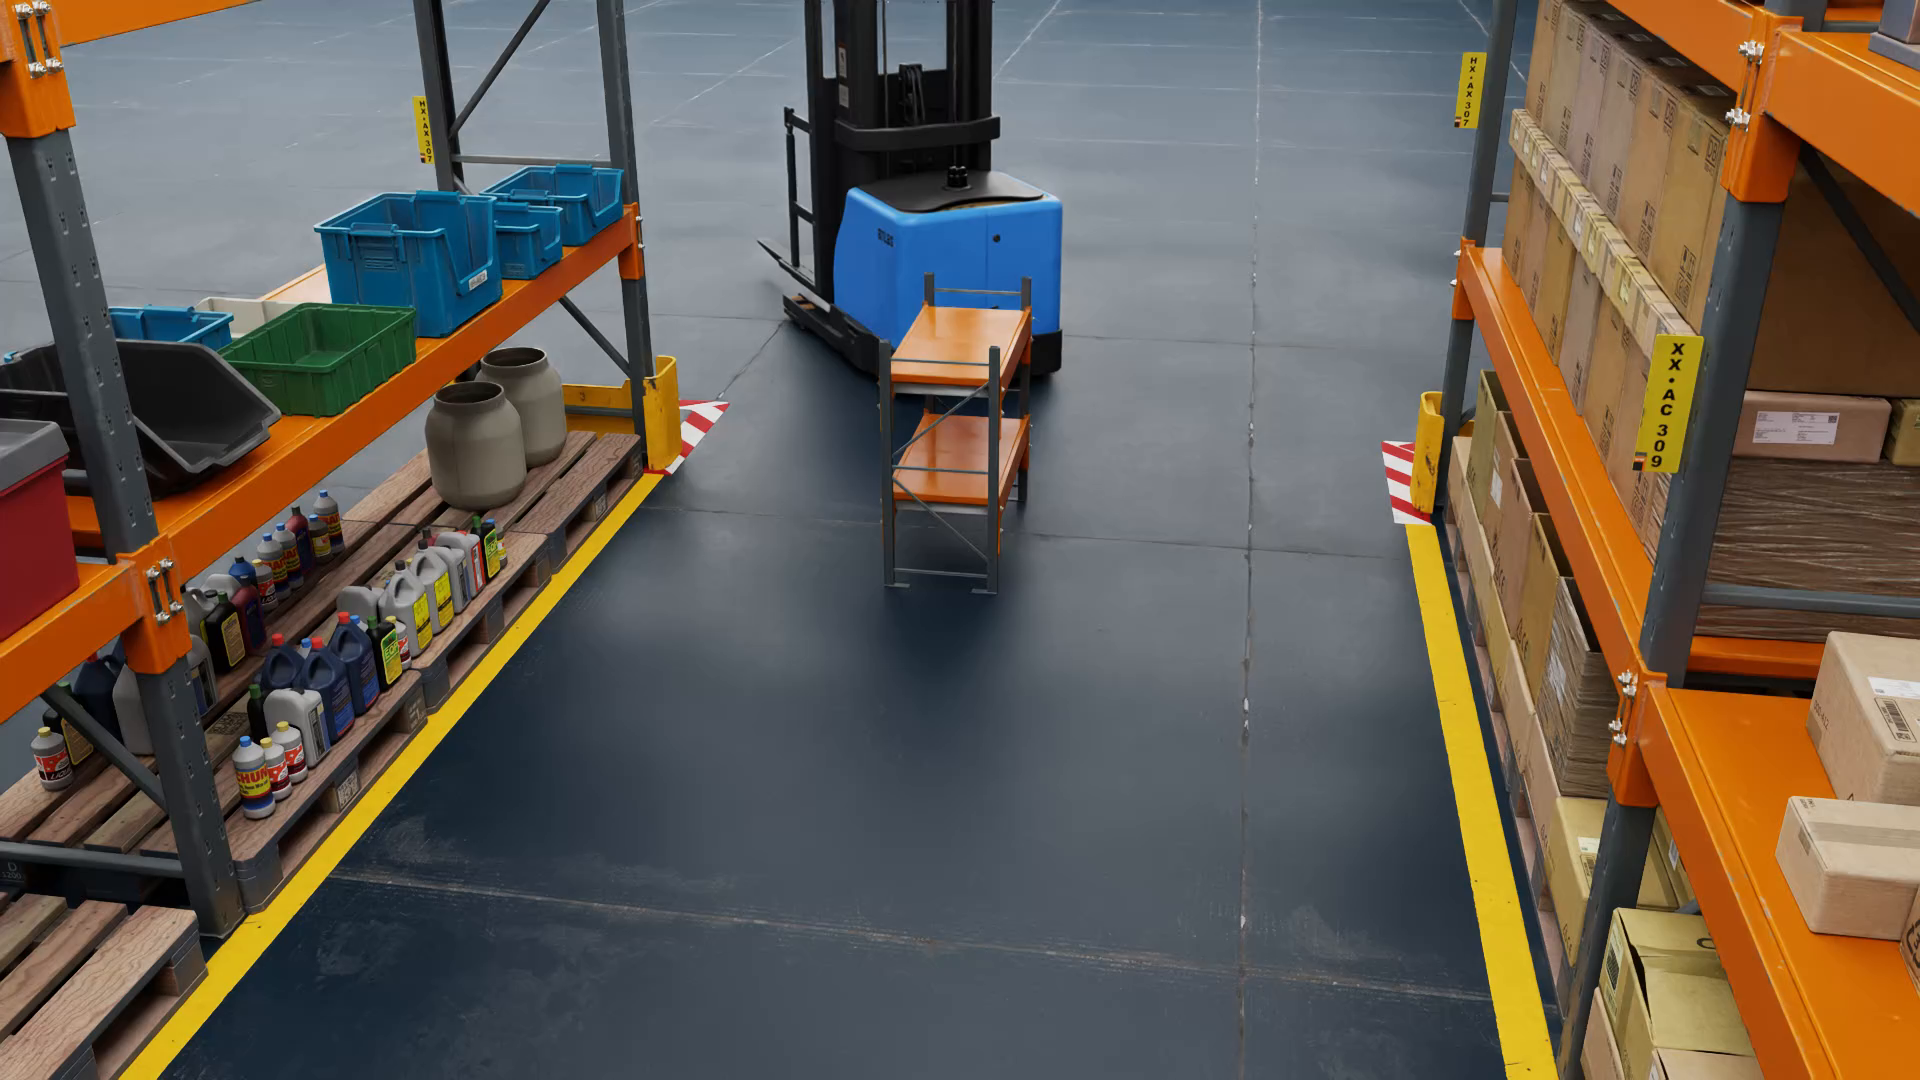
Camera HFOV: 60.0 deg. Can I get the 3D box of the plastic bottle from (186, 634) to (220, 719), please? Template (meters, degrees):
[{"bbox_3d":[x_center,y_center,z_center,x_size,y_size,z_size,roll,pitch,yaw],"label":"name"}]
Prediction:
[{"bbox_3d":[-2.741,0.481,5.879,0.152,0.276,0.135,4,25,9],"label":"plastic bottle"}]

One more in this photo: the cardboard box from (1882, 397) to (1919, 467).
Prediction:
[{"bbox_3d":[2.377,-0.277,3.921,0.380,0.149,0.250,4,25,8],"label":"cardboard box"}]

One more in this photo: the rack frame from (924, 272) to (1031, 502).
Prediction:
[{"bbox_3d":[0.082,-0.719,7.960,0.500,1.125,0.032,4,25,9],"label":"rack frame"}]

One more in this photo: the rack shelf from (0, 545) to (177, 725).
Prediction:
[{"bbox_3d":[-3.071,0.978,2.970,1.077,0.370,4.000,4,25,9],"label":"rack shelf"}]

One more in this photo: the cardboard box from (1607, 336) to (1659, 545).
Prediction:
[{"bbox_3d":[2.288,-0.292,4.717,0.700,0.500,0.500,4,25,8],"label":"cardboard box"}]

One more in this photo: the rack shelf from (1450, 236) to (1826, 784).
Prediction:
[{"bbox_3d":[2.469,-0.350,5.808,1.077,0.370,4.000,4,25,9],"label":"rack shelf"}]

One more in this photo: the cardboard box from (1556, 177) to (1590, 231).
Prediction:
[{"bbox_3d":[2.311,-1.163,5.814,0.380,0.149,0.250,4,25,8],"label":"cardboard box"}]

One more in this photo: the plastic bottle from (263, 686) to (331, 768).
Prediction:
[{"bbox_3d":[-2.234,0.610,5.602,0.152,0.276,0.135,5,26,10],"label":"plastic bottle"}]

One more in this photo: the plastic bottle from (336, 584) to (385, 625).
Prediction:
[{"bbox_3d":[-2.253,0.285,6.297,0.152,0.276,0.135,4,25,9],"label":"plastic bottle"}]

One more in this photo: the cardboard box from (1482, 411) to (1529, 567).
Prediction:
[{"bbox_3d":[2.340,-0.169,6.435,0.500,0.500,0.500,4,25,9],"label":"cardboard box"}]

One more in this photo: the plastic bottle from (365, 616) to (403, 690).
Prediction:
[{"bbox_3d":[-2.104,0.393,6.057,0.061,0.283,0.133,5,26,11],"label":"plastic bottle"}]

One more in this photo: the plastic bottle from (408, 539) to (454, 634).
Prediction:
[{"bbox_3d":[-2.072,0.173,6.448,0.144,0.351,0.185,5,26,11],"label":"plastic bottle"}]

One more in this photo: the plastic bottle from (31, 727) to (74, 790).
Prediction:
[{"bbox_3d":[-2.992,0.711,5.475,0.097,0.201,0.097,0,25,0],"label":"plastic bottle"}]

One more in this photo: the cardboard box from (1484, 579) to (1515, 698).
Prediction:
[{"bbox_3d":[2.242,0.379,6.150,0.500,0.250,0.500,4,25,9],"label":"cardboard box"}]

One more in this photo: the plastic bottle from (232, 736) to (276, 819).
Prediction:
[{"bbox_3d":[-2.259,0.750,5.310,0.097,0.271,0.097,0,25,0],"label":"plastic bottle"}]

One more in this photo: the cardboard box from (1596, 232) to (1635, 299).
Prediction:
[{"bbox_3d":[2.184,-0.838,5.119,0.380,0.149,0.250,5,25,10],"label":"cardboard box"}]

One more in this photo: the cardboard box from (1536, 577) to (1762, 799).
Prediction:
[{"bbox_3d":[2.096,0.459,5.095,0.500,0.500,0.500,4,25,9],"label":"cardboard box"}]

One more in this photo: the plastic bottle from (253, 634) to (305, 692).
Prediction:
[{"bbox_3d":[-2.345,0.498,5.754,0.144,0.351,0.185,4,25,9],"label":"plastic bottle"}]

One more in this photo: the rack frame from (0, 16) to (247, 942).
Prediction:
[{"bbox_3d":[-2.744,-0.184,4.605,1.000,3.000,0.127,4,25,9],"label":"rack frame"}]

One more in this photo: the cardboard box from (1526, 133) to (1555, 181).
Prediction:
[{"bbox_3d":[2.437,-1.487,6.506,0.380,0.149,0.250,4,25,9],"label":"cardboard box"}]

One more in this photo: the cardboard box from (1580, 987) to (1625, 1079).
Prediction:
[{"bbox_3d":[1.832,1.367,4.038,0.500,0.250,0.500,3,25,7],"label":"cardboard box"}]

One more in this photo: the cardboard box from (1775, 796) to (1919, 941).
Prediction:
[{"bbox_3d":[1.796,0.631,3.160,0.380,0.149,0.250,4,25,9],"label":"cardboard box"}]

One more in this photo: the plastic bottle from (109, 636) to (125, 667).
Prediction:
[{"bbox_3d":[-2.892,0.447,5.863,0.144,0.351,0.185,3,25,6],"label":"plastic bottle"}]

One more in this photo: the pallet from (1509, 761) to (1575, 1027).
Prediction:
[{"bbox_3d":[2.313,1.094,5.164,1.003,0.211,1.213,4,25,9],"label":"pallet"}]

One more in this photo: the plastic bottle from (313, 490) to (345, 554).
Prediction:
[{"bbox_3d":[-2.694,-0.084,7.090,0.097,0.271,0.097,0,25,0],"label":"plastic bottle"}]

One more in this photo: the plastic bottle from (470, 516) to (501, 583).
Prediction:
[{"bbox_3d":[-1.959,0.023,6.848,0.061,0.283,0.133,5,25,10],"label":"plastic bottle"}]

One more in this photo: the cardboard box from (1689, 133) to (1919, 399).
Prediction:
[{"bbox_3d":[2.208,-0.658,3.969,0.700,0.500,0.500,4,25,9],"label":"cardboard box"}]

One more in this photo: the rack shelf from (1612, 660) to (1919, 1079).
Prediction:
[{"bbox_3d":[1.815,1.323,2.234,1.077,0.370,4.000,4,25,9],"label":"rack shelf"}]

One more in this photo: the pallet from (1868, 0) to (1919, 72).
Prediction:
[{"bbox_3d":[2.011,-0.741,2.483,0.805,0.209,1.217,3,25,6],"label":"pallet"}]

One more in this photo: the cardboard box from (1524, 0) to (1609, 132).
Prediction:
[{"bbox_3d":[2.698,-1.929,6.684,0.700,0.500,0.500,4,25,9],"label":"cardboard box"}]

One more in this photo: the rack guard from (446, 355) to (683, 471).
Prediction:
[{"bbox_3d":[-2.056,-0.690,8.634,1.175,0.500,0.348,4,25,9],"label":"rack guard"}]

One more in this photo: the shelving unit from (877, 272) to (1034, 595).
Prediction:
[{"bbox_3d":[-0.001,-0.507,7.506,0.538,1.125,1.048,4,25,9],"label":"shelving unit"}]

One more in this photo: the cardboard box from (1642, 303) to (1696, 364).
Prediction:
[{"bbox_3d":[2.058,-0.520,4.439,0.380,0.149,0.250,3,25,7],"label":"cardboard box"}]

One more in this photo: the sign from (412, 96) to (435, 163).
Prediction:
[{"bbox_3d":[-2.632,-2.022,8.205,0.100,0.325,0.005,4,25,9],"label":"sign"}]

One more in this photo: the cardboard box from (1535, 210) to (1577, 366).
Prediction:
[{"bbox_3d":[2.539,-0.936,6.093,0.700,0.500,0.500,4,25,9],"label":"cardboard box"}]

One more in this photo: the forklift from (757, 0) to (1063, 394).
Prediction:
[{"bbox_3d":[-0.490,-2.739,10.144,1.130,2.935,3.031,-11,27,-23],"label":"forklift"}]

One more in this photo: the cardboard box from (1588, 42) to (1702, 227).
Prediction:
[{"bbox_3d":[2.454,-1.288,5.315,0.700,0.500,0.500,4,25,9],"label":"cardboard box"}]

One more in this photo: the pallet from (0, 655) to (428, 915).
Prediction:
[{"bbox_3d":[-2.593,0.801,5.790,1.003,0.211,1.213,4,25,9],"label":"pallet"}]

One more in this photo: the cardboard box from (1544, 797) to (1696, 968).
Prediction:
[{"bbox_3d":[2.002,1.007,4.809,0.500,0.250,0.500,4,25,9],"label":"cardboard box"}]

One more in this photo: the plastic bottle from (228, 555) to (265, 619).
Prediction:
[{"bbox_3d":[-2.800,0.186,6.513,0.097,0.271,0.097,0,25,0],"label":"plastic bottle"}]

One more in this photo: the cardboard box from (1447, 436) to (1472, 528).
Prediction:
[{"bbox_3d":[2.489,-0.248,7.490,0.500,0.250,0.500,4,25,9],"label":"cardboard box"}]

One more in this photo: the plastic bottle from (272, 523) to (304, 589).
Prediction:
[{"bbox_3d":[-2.750,0.060,6.784,0.097,0.271,0.097,0,25,0],"label":"plastic bottle"}]

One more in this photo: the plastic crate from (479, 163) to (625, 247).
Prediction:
[{"bbox_3d":[-1.877,-1.559,7.719,0.499,0.251,0.616,4,25,9],"label":"plastic crate"}]

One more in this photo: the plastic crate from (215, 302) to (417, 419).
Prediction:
[{"bbox_3d":[-2.244,-0.636,5.821,0.450,0.188,0.662,4,25,9],"label":"plastic crate"}]
